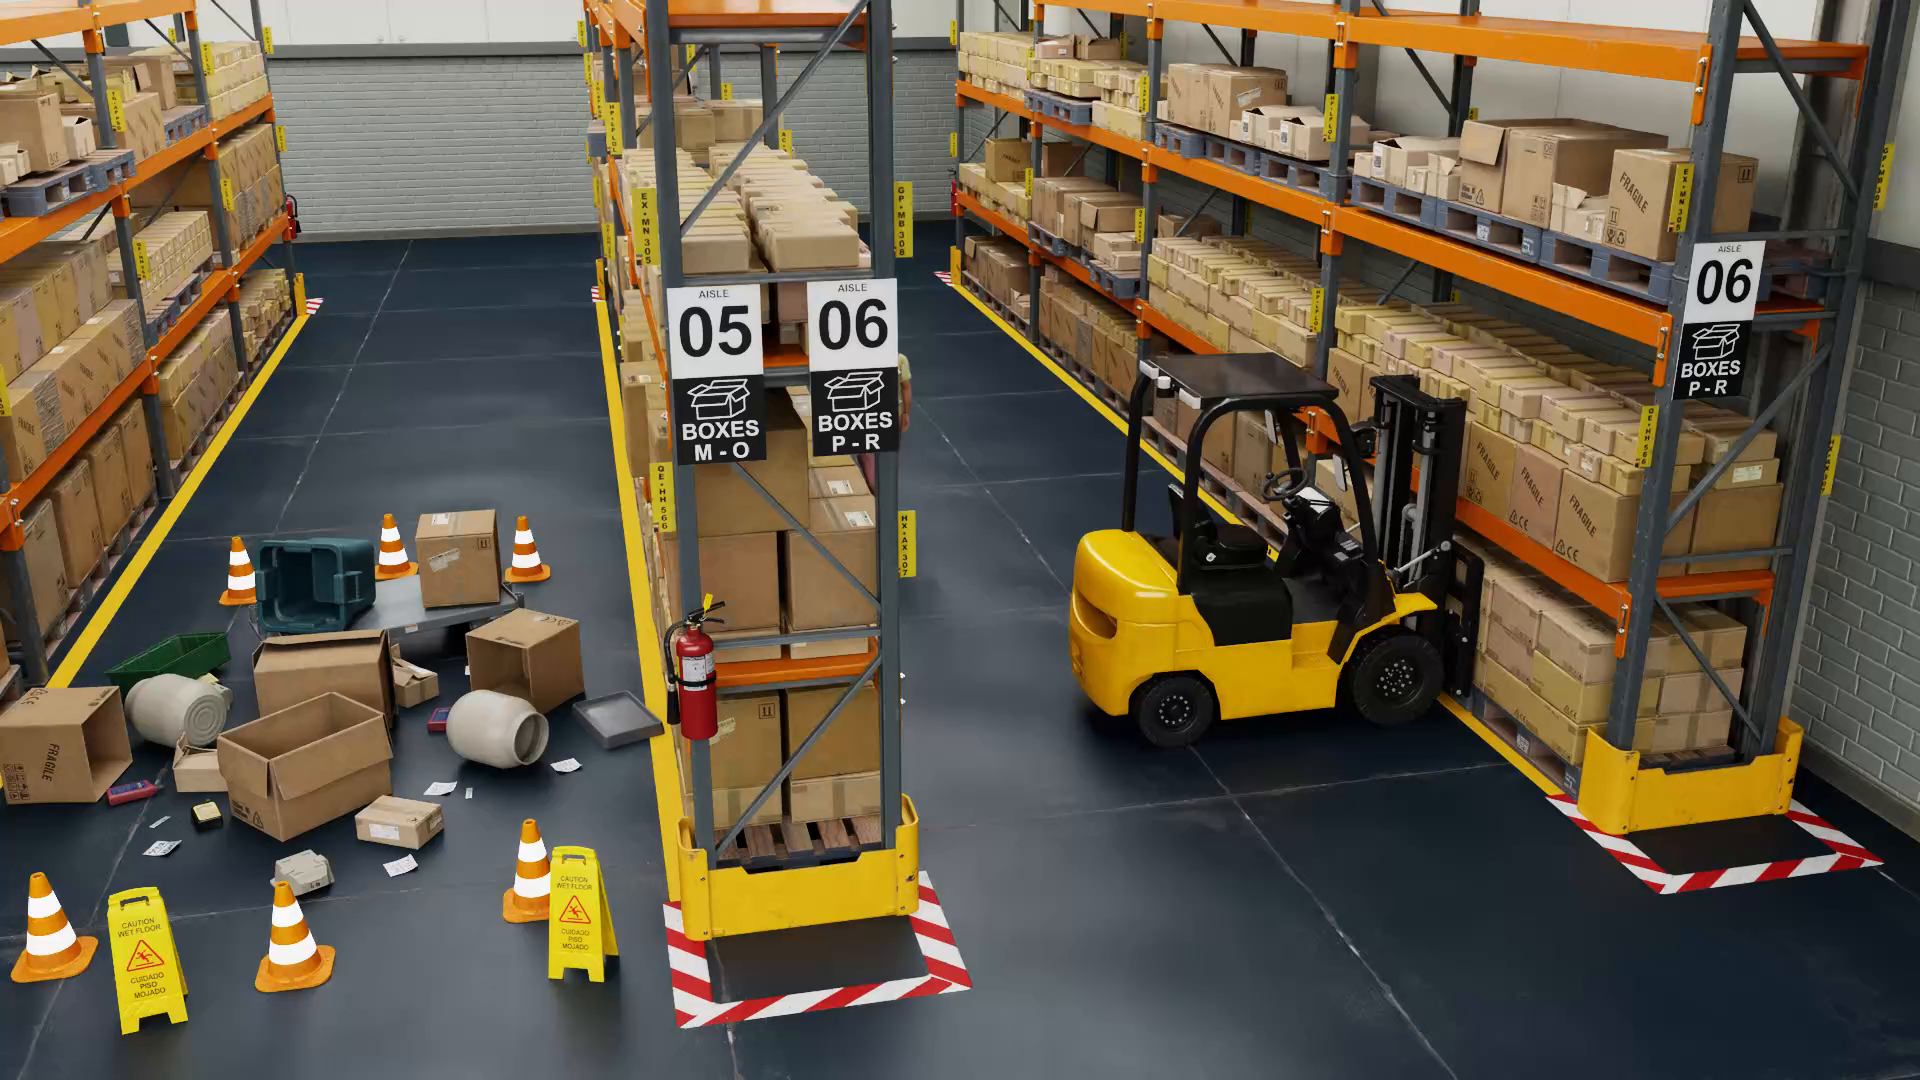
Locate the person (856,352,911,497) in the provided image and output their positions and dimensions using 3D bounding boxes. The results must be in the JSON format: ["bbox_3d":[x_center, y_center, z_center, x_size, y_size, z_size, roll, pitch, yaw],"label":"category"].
[{"bbox_3d":[-0.648,-1.033,13.877,0.473,1.664,0.468,-4,20,-11],"label":"person"}]
